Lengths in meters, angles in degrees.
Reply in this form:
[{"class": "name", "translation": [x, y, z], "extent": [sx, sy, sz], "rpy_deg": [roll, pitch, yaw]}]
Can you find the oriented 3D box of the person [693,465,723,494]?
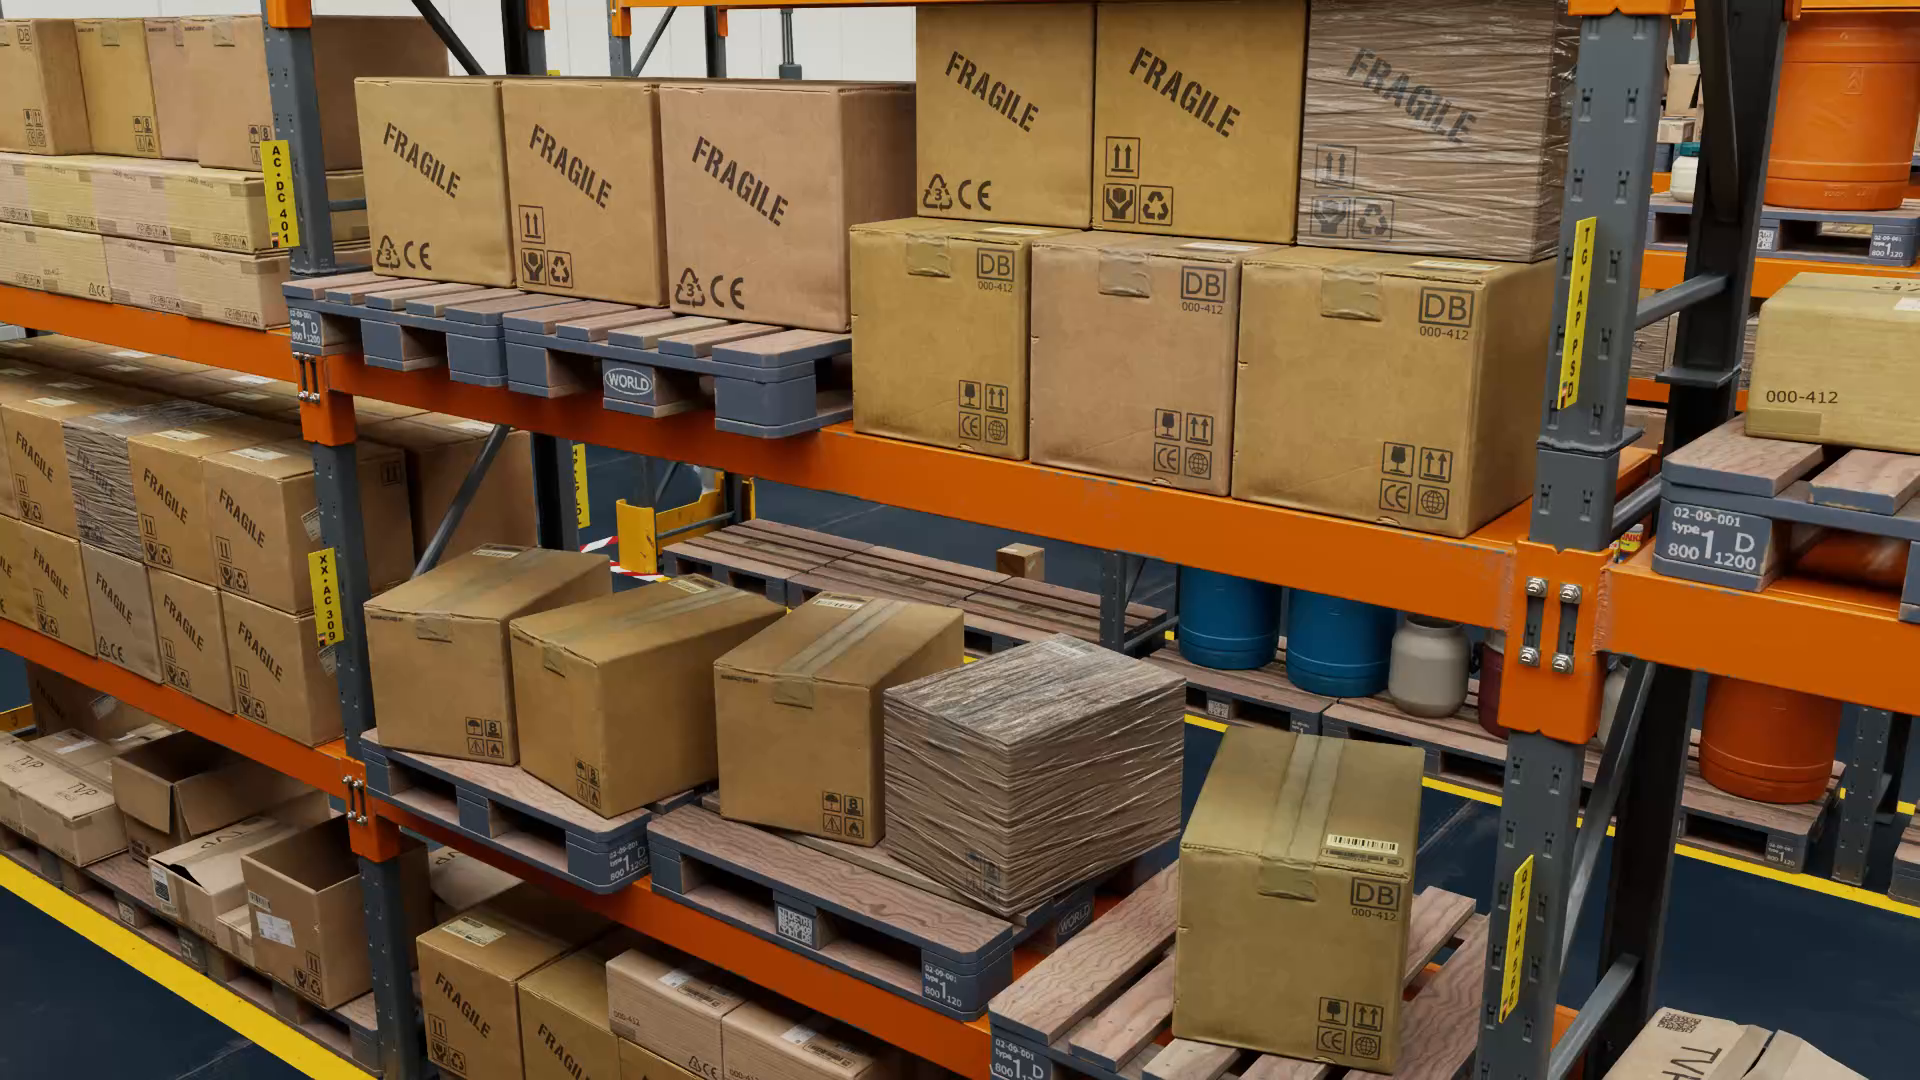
[{"class": "person", "translation": [-2.009, -1.058, 13.966], "extent": [0.440, 1.415, 0.500], "rpy_deg": [-7, 18, -21]}]
